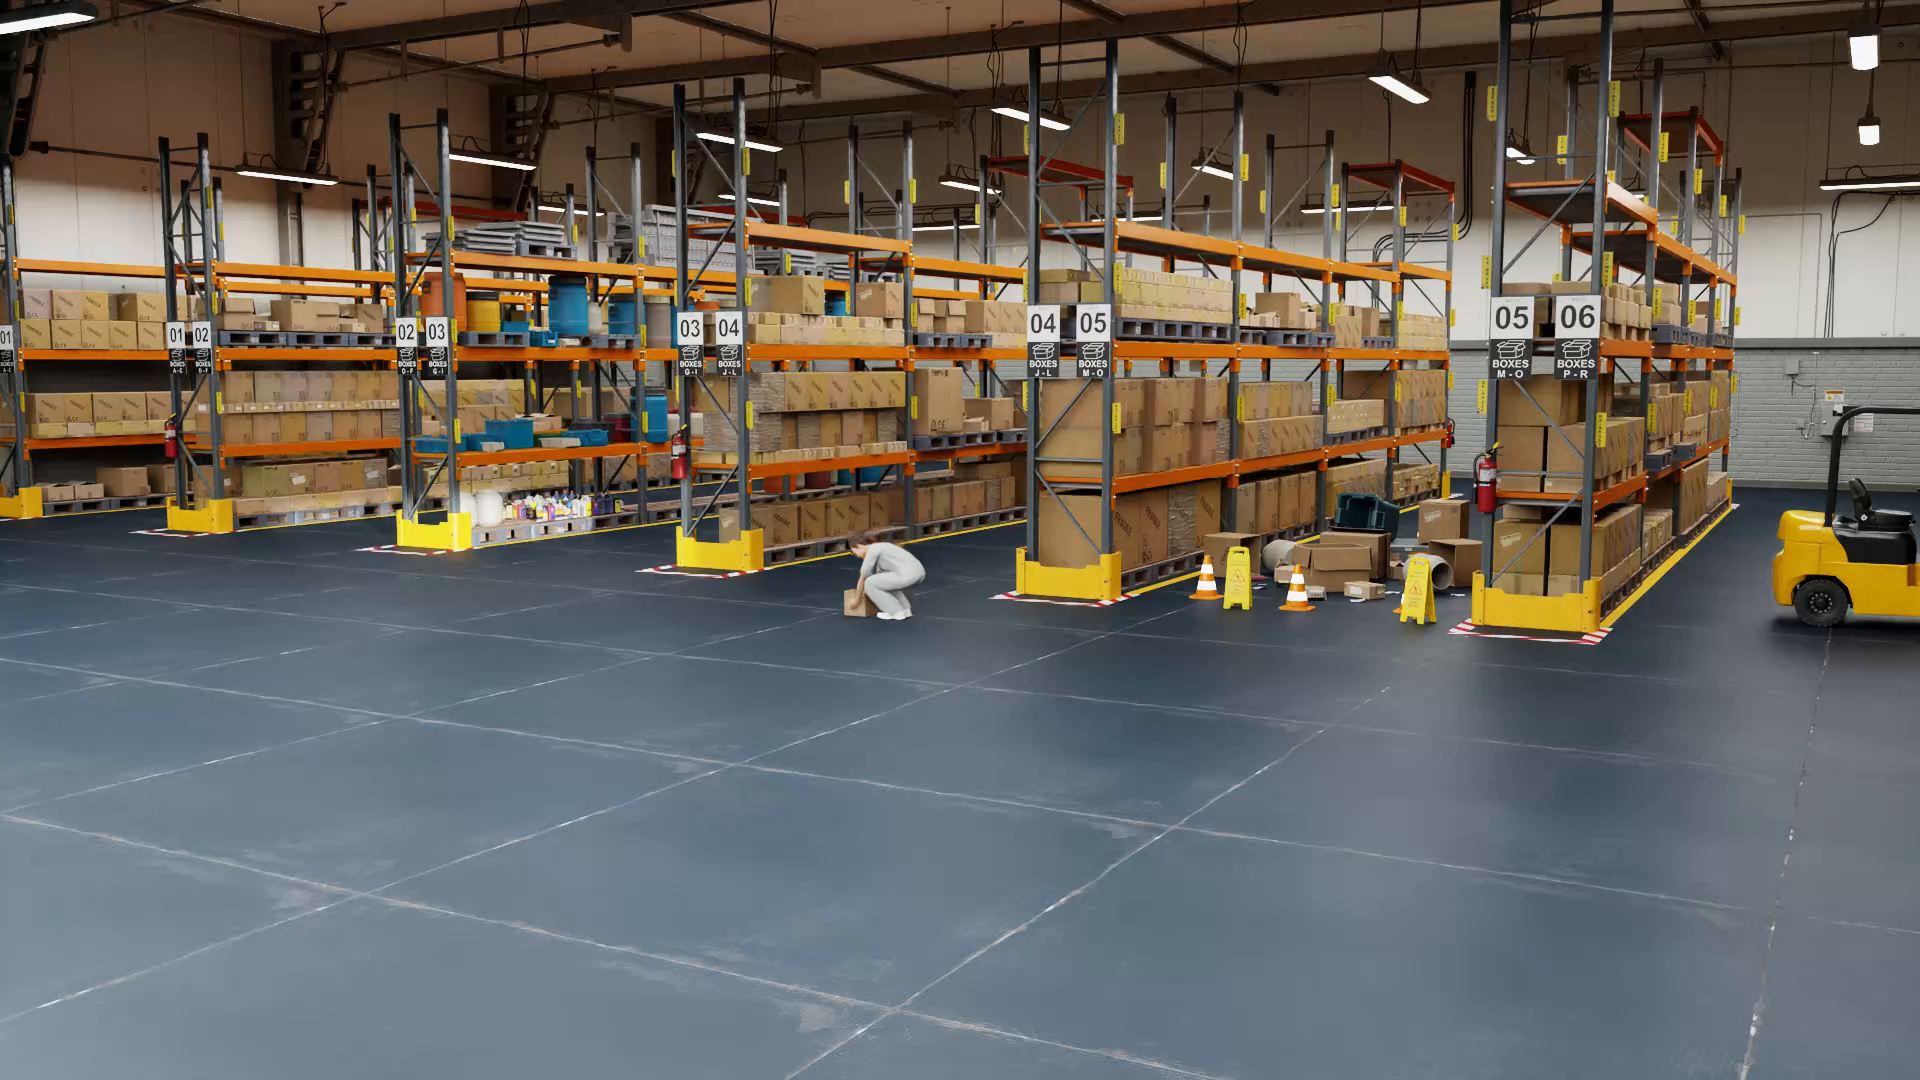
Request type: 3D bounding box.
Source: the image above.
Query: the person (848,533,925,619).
[{"bbox_3d":[-0.748,0.363,16.853,0.800,0.848,0.472,3,7,29],"label":"person"}]
